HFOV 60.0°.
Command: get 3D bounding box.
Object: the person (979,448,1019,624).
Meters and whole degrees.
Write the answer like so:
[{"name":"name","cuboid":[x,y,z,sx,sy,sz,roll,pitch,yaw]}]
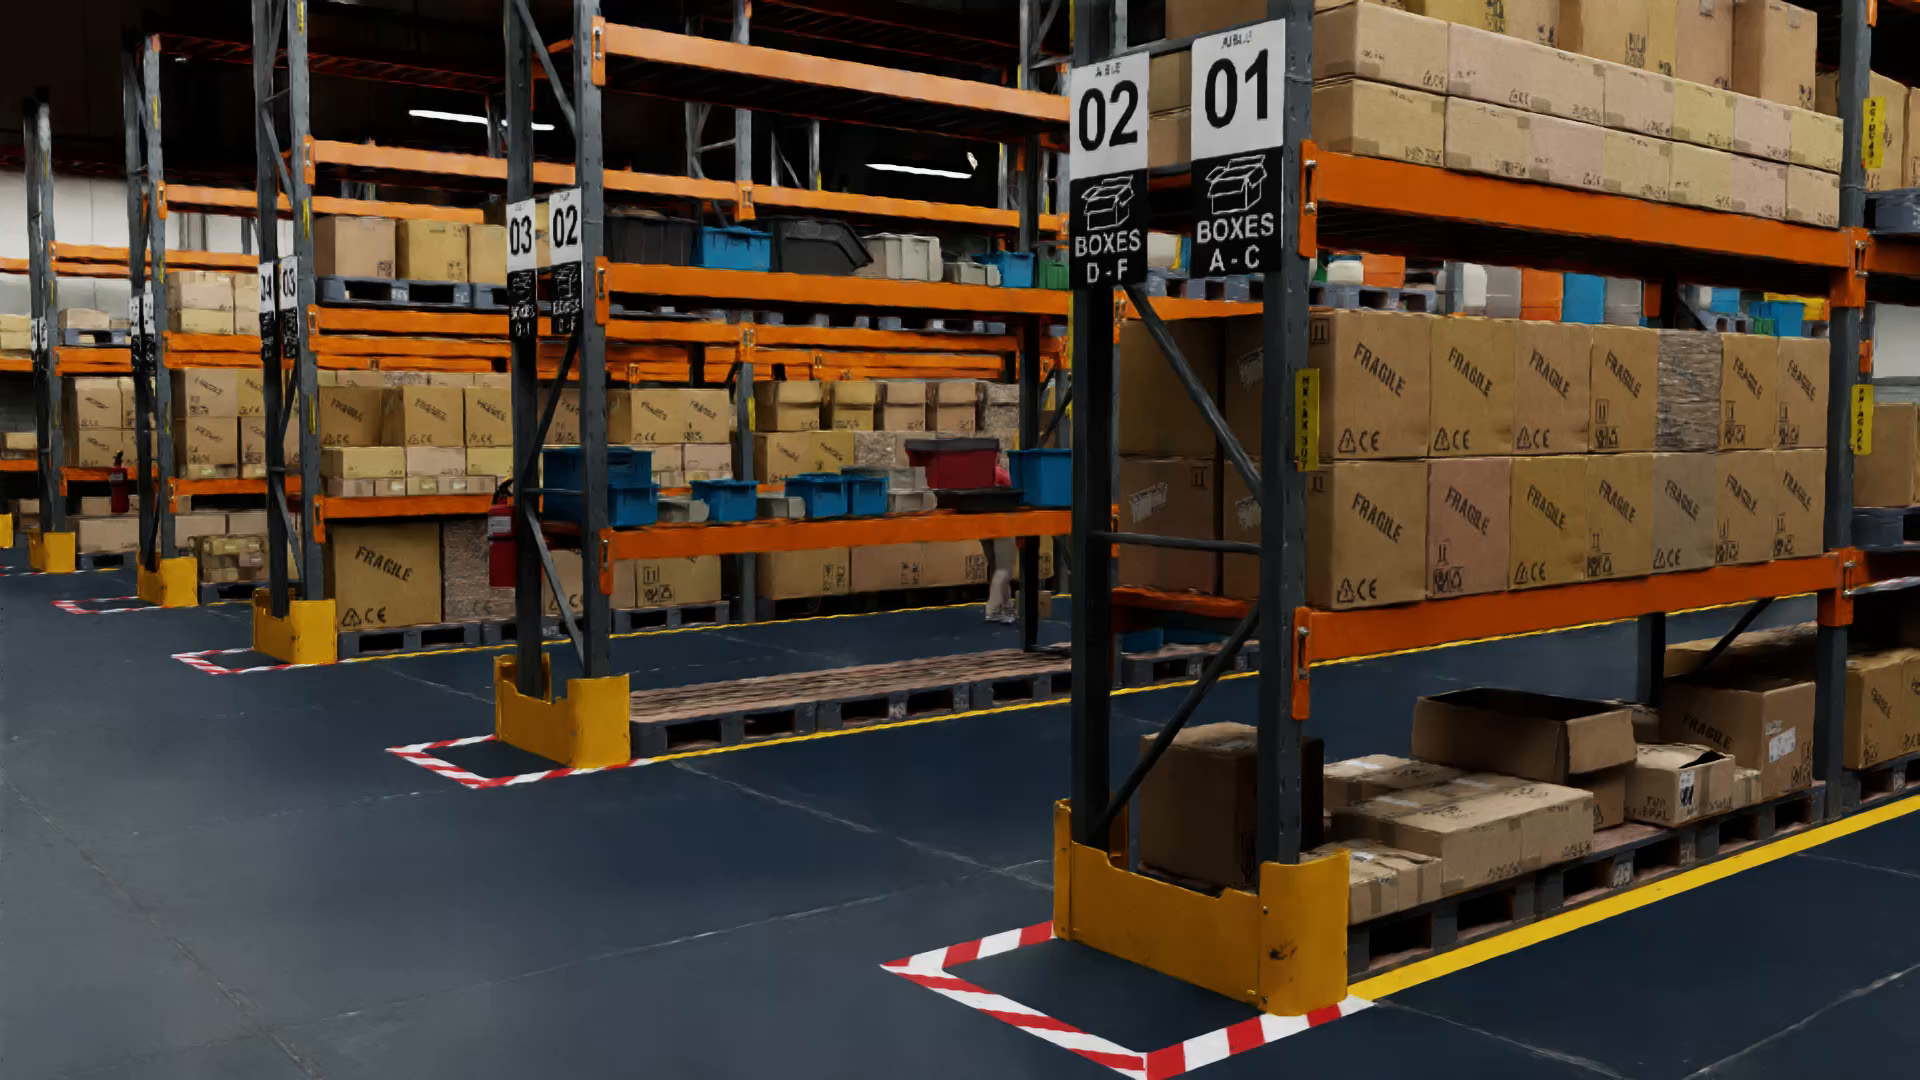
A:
[{"name":"person","cuboid":[0.409,-0.081,15.707,0.710,1.727,0.750,4,6,40]}]
